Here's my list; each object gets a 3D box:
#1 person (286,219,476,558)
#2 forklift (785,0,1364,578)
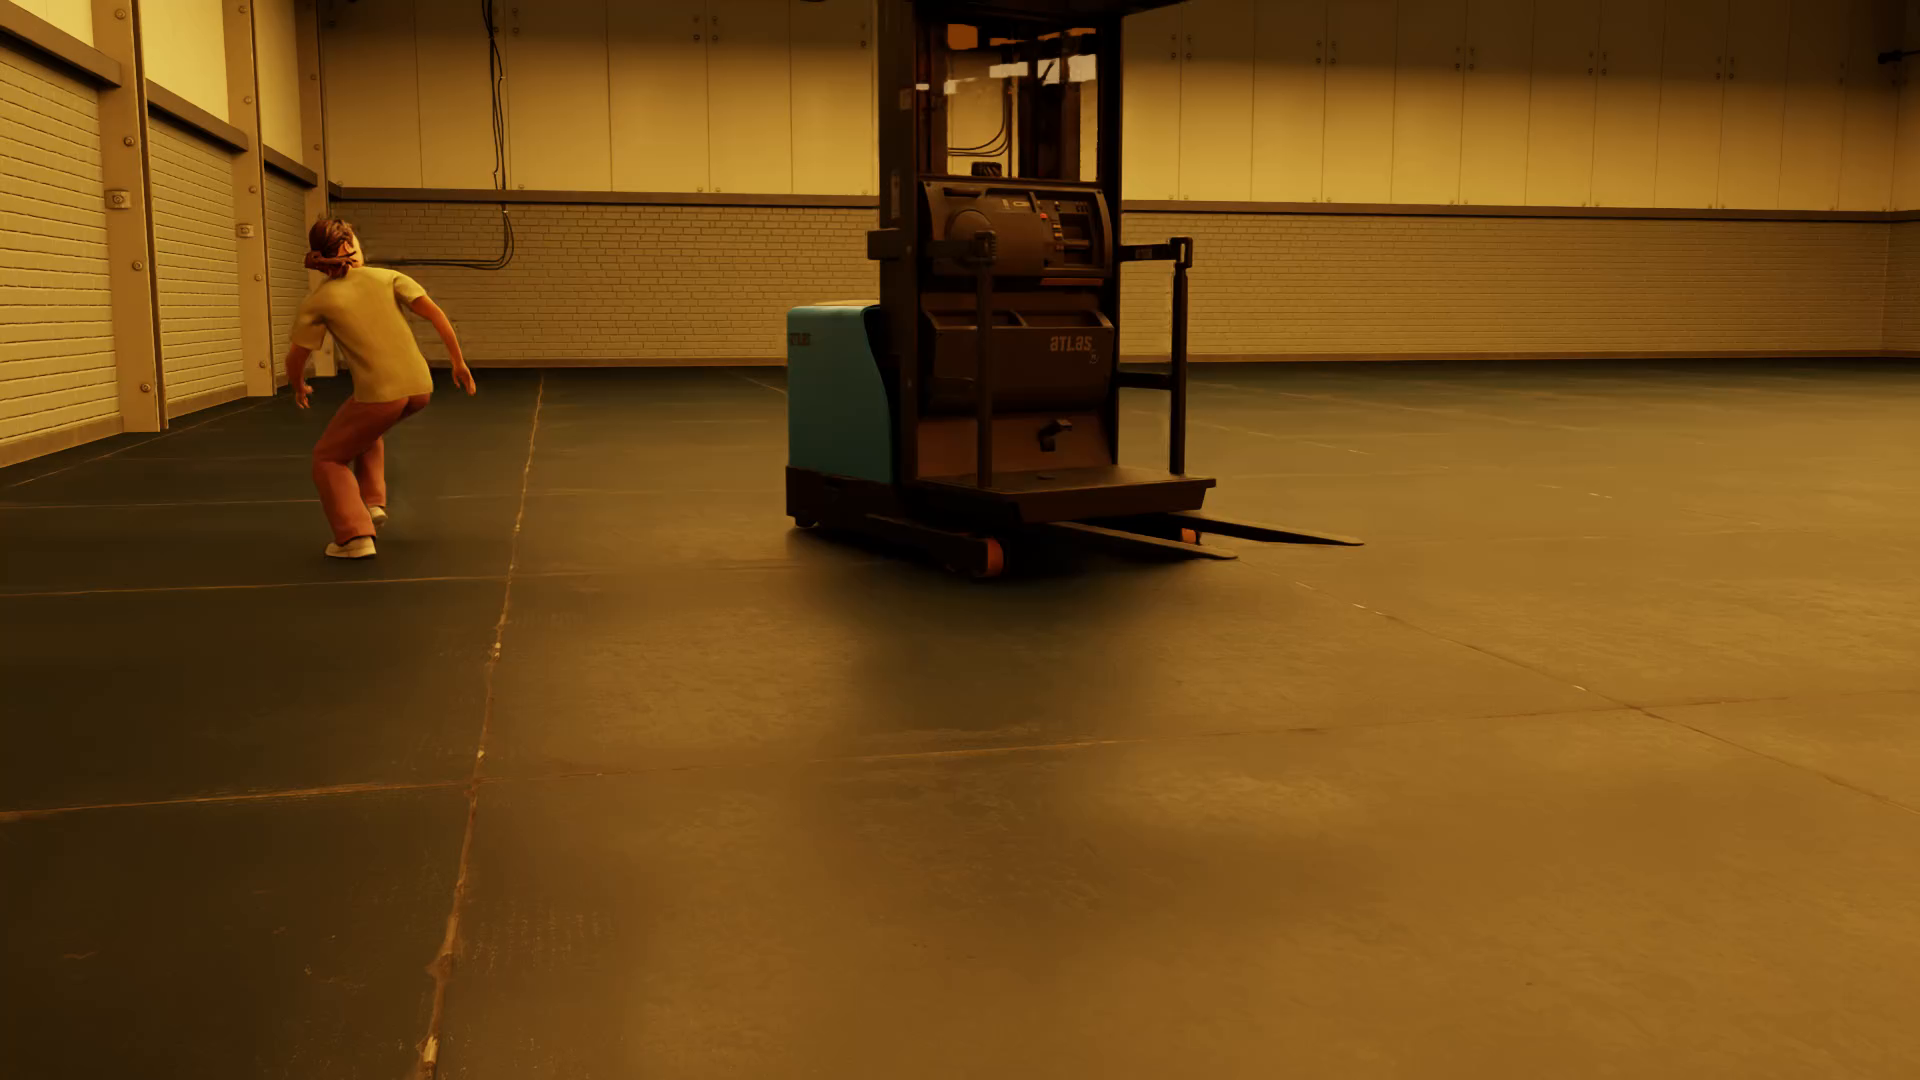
[{"bbox_3d":[-2.599,-0.667,7.334,0.674,1.458,0.691,8,11,44],"label":"person"},{"bbox_3d":[0.370,-1.372,6.935,1.130,2.935,3.031,-5,9,-32],"label":"forklift"}]
